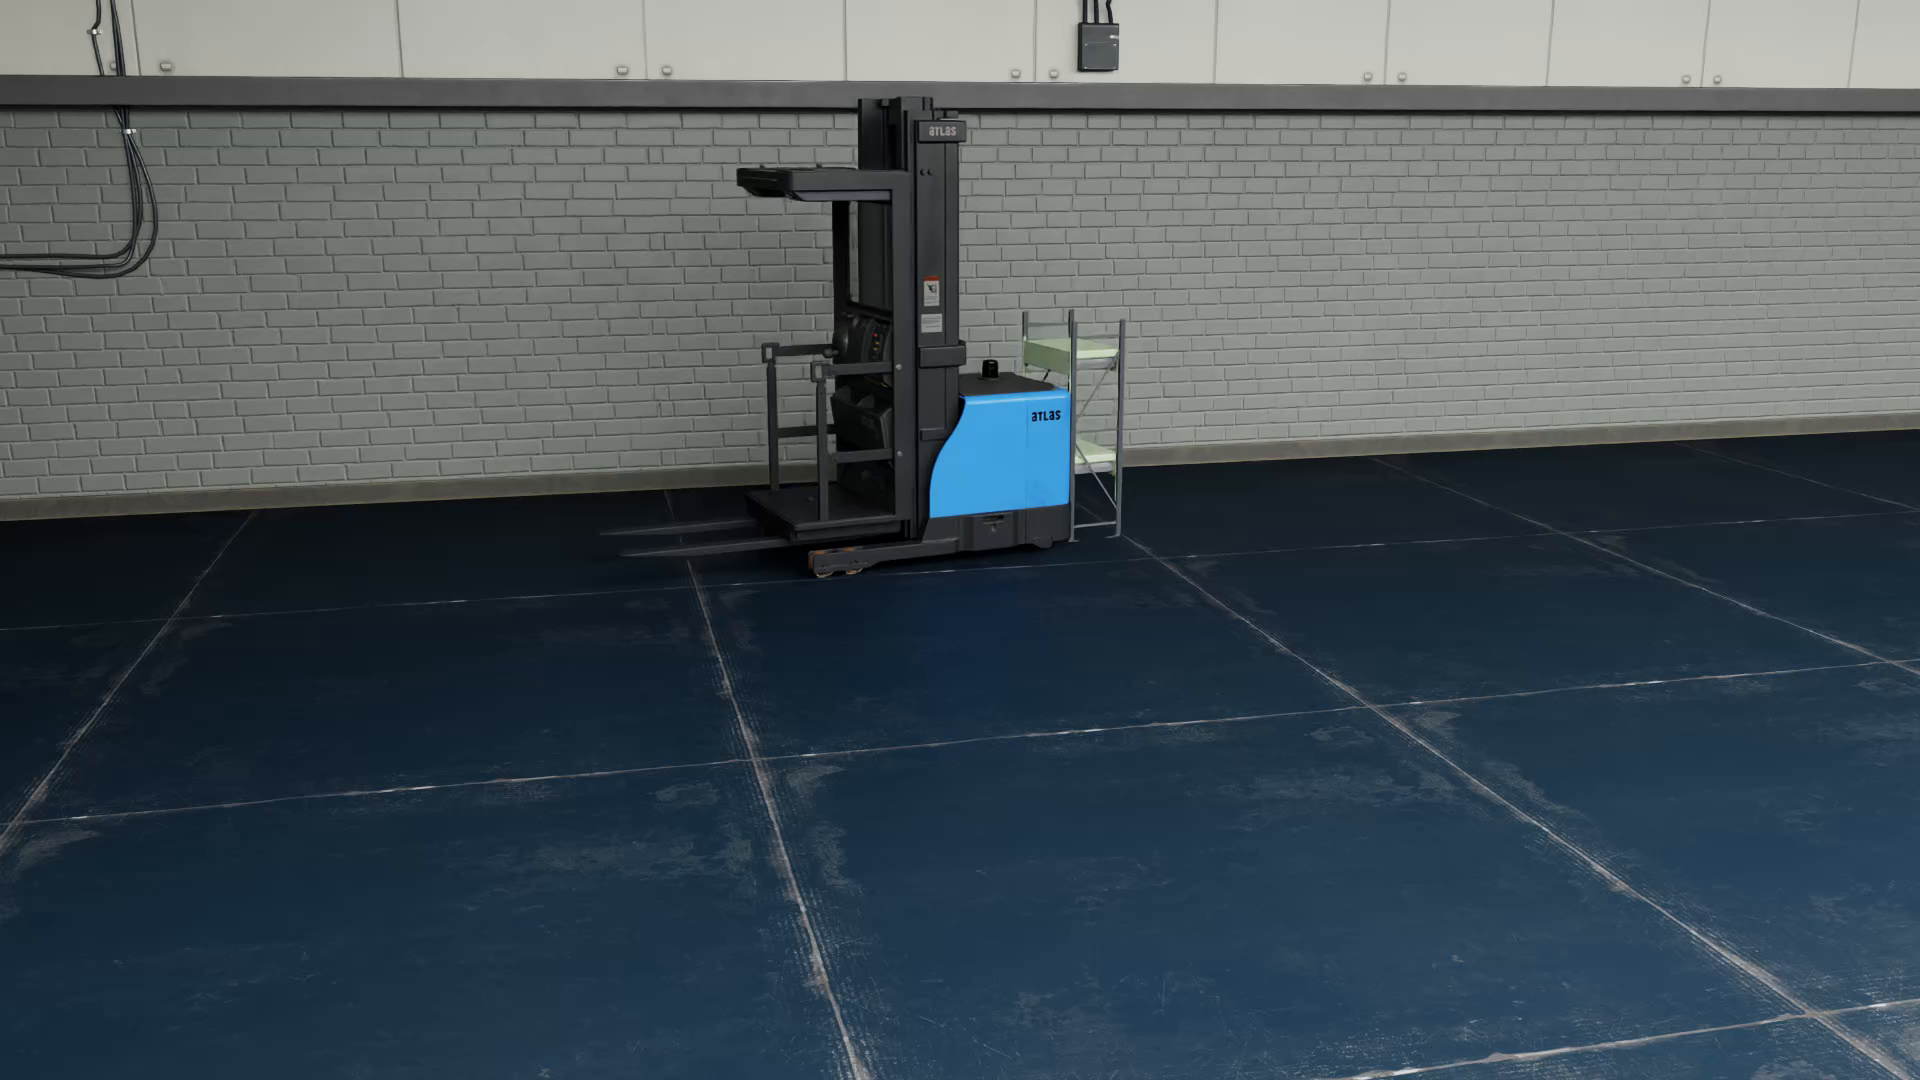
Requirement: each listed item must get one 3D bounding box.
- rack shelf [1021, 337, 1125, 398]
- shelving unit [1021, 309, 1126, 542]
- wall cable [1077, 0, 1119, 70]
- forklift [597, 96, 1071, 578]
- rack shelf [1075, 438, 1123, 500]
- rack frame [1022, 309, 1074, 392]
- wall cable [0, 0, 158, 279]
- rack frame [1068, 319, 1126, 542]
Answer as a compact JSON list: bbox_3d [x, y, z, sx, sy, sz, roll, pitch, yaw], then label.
[{"bbox_3d":[0.776,-1.193,11.507,0.431,0.370,0.720,-6,15,-23],"label":"rack shelf"},{"bbox_3d":[0.776,-0.814,11.600,0.431,1.500,0.755,-6,15,-23],"label":"shelving unit"},{"bbox_3d":[2.061,-6.663,12.571,2.305,6.003,0.169,-3,14,-13],"label":"wall cable"},{"bbox_3d":[-0.815,-1.330,10.695,3.031,2.935,1.130,-6,15,-23],"label":"forklift"},{"bbox_3d":[0.776,-0.498,11.677,0.431,0.370,0.720,-6,15,-23],"label":"rack shelf"},{"bbox_3d":[0.626,-0.893,11.924,0.400,1.500,0.023,-6,15,-23],"label":"rack frame"},{"bbox_3d":[-7.171,-2.977,11.192,3.097,2.526,0.112,-3,14,-13],"label":"wall cable"},{"bbox_3d":[0.926,-0.735,11.275,0.400,1.500,0.023,-6,15,-23],"label":"rack frame"}]
